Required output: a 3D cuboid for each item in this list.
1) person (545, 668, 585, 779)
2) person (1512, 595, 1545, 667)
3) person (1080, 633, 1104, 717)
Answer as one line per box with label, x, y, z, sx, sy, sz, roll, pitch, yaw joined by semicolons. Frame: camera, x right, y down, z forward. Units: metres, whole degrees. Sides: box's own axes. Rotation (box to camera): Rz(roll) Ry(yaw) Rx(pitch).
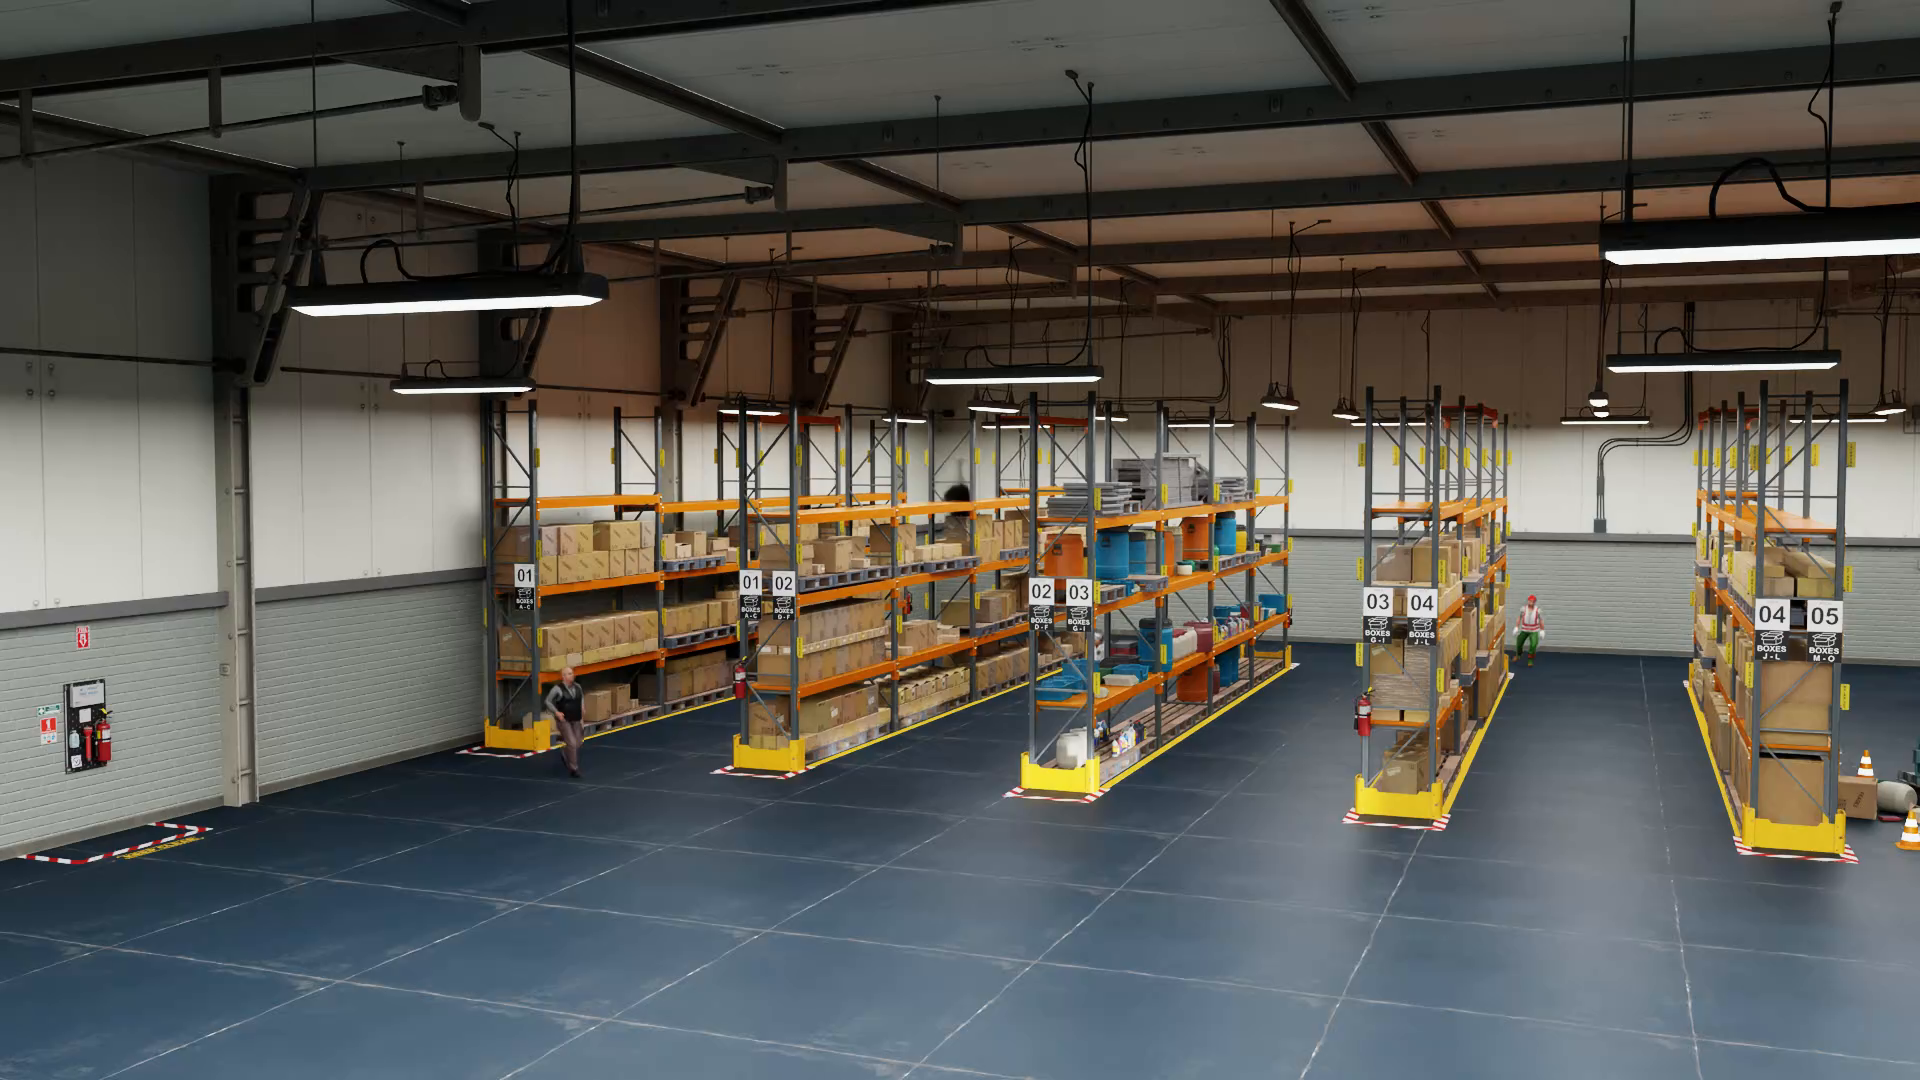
person;-6.202;2.864;26.192;0.679;1.715;0.757;-3;4;-45
person;13.655;2.175;39.934;0.787;1.725;0.707;1;3;24
person;2.651;2.603;32.333;0.665;1.615;0.901;2;4;38
